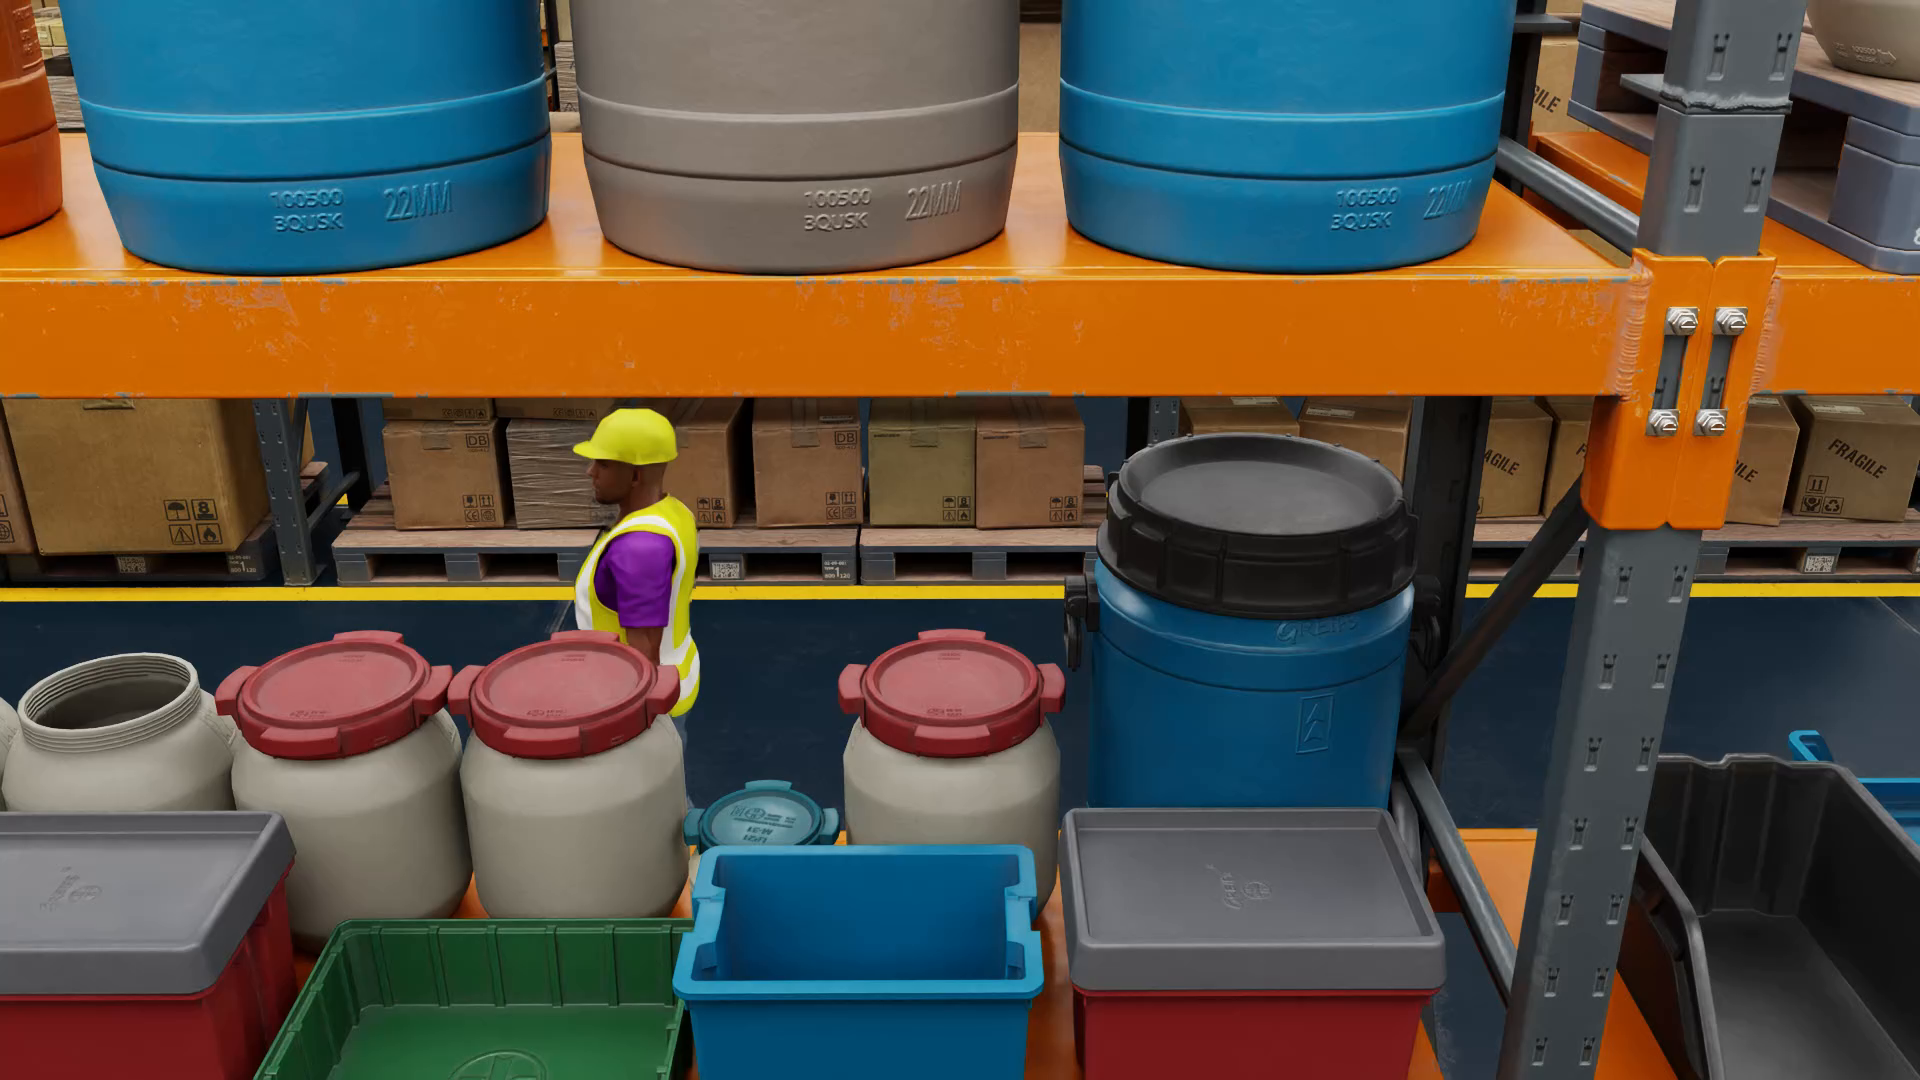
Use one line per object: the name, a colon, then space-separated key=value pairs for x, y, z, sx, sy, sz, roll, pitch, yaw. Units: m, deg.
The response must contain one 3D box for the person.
person: x=-0.959 y=0.485 z=4.972 sx=0.370 sy=1.777 sz=0.644 roll=0 pitch=24 yaw=1
